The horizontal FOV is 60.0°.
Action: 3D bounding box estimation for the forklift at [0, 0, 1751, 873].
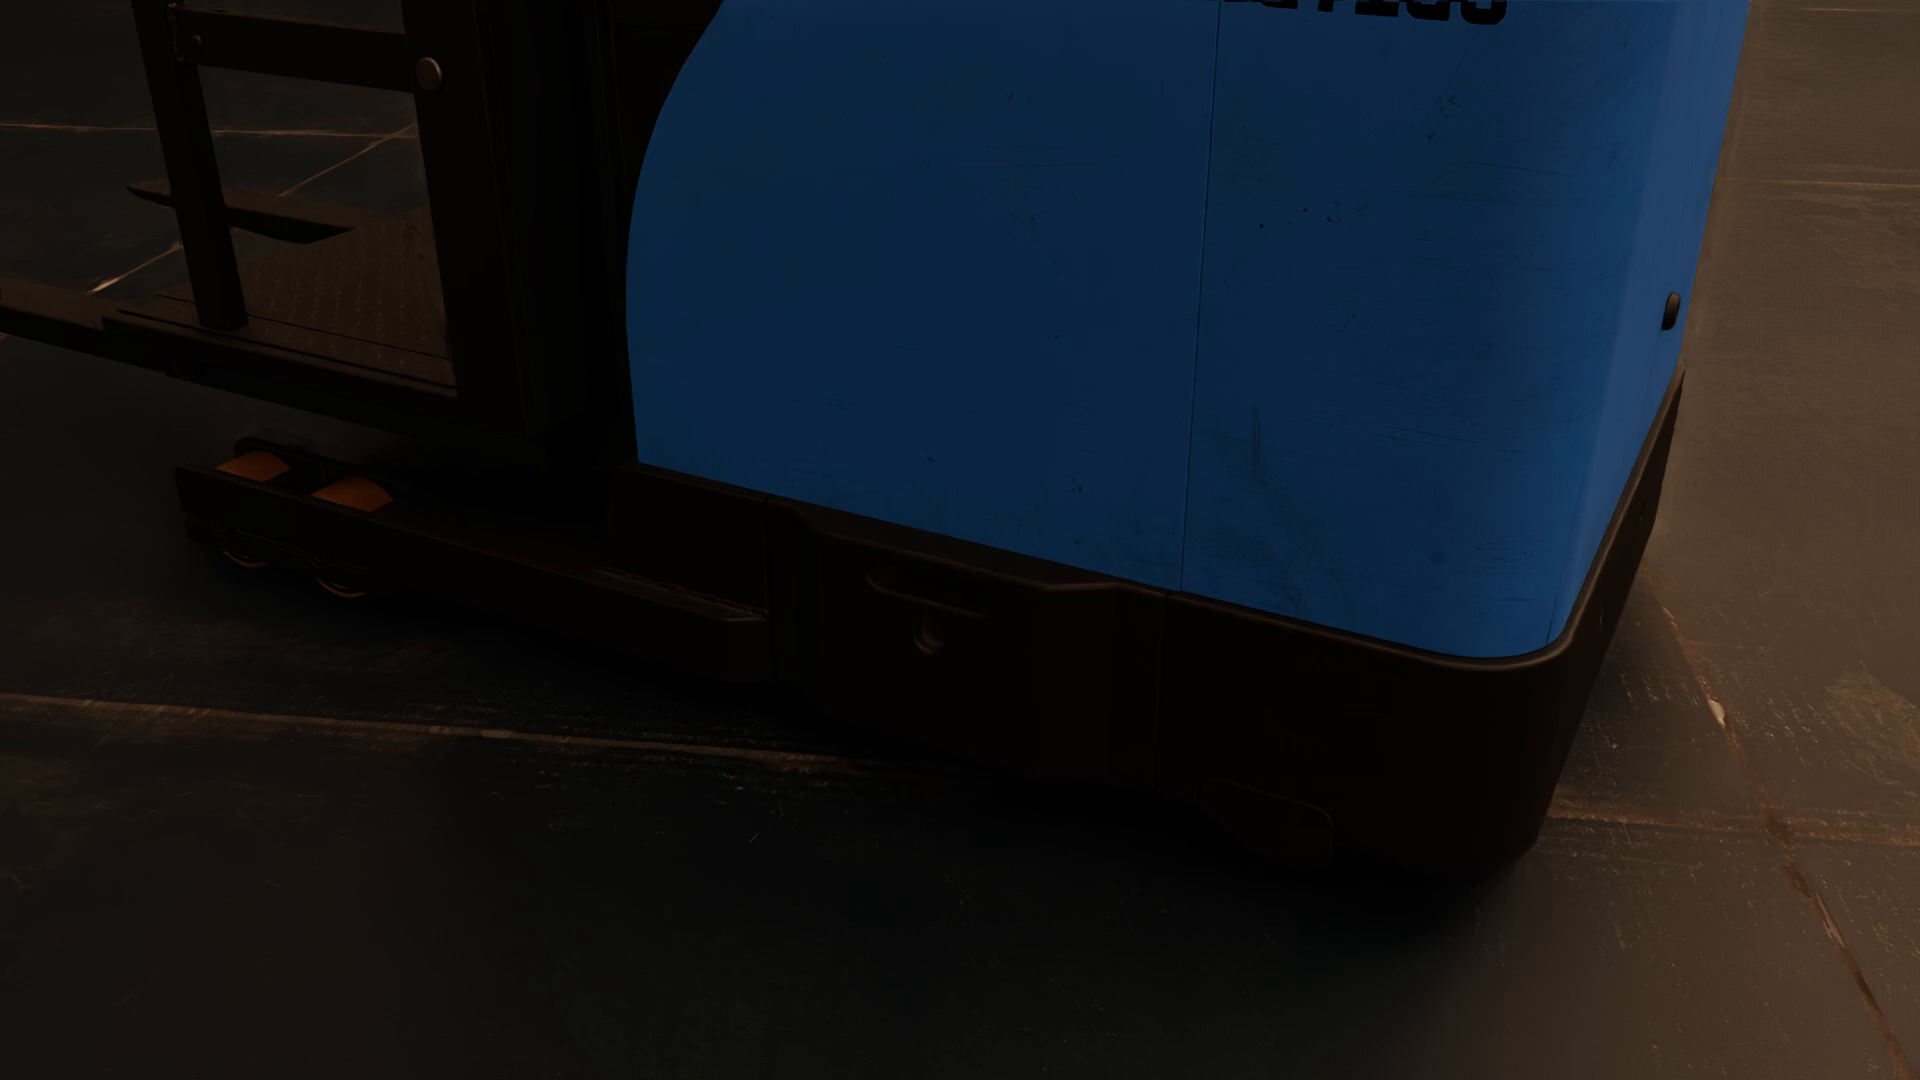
[{"bbox_3d":[-0.542,-1.422,2.067,3.031,2.935,1.130,14,30,25],"label":"forklift"}]
